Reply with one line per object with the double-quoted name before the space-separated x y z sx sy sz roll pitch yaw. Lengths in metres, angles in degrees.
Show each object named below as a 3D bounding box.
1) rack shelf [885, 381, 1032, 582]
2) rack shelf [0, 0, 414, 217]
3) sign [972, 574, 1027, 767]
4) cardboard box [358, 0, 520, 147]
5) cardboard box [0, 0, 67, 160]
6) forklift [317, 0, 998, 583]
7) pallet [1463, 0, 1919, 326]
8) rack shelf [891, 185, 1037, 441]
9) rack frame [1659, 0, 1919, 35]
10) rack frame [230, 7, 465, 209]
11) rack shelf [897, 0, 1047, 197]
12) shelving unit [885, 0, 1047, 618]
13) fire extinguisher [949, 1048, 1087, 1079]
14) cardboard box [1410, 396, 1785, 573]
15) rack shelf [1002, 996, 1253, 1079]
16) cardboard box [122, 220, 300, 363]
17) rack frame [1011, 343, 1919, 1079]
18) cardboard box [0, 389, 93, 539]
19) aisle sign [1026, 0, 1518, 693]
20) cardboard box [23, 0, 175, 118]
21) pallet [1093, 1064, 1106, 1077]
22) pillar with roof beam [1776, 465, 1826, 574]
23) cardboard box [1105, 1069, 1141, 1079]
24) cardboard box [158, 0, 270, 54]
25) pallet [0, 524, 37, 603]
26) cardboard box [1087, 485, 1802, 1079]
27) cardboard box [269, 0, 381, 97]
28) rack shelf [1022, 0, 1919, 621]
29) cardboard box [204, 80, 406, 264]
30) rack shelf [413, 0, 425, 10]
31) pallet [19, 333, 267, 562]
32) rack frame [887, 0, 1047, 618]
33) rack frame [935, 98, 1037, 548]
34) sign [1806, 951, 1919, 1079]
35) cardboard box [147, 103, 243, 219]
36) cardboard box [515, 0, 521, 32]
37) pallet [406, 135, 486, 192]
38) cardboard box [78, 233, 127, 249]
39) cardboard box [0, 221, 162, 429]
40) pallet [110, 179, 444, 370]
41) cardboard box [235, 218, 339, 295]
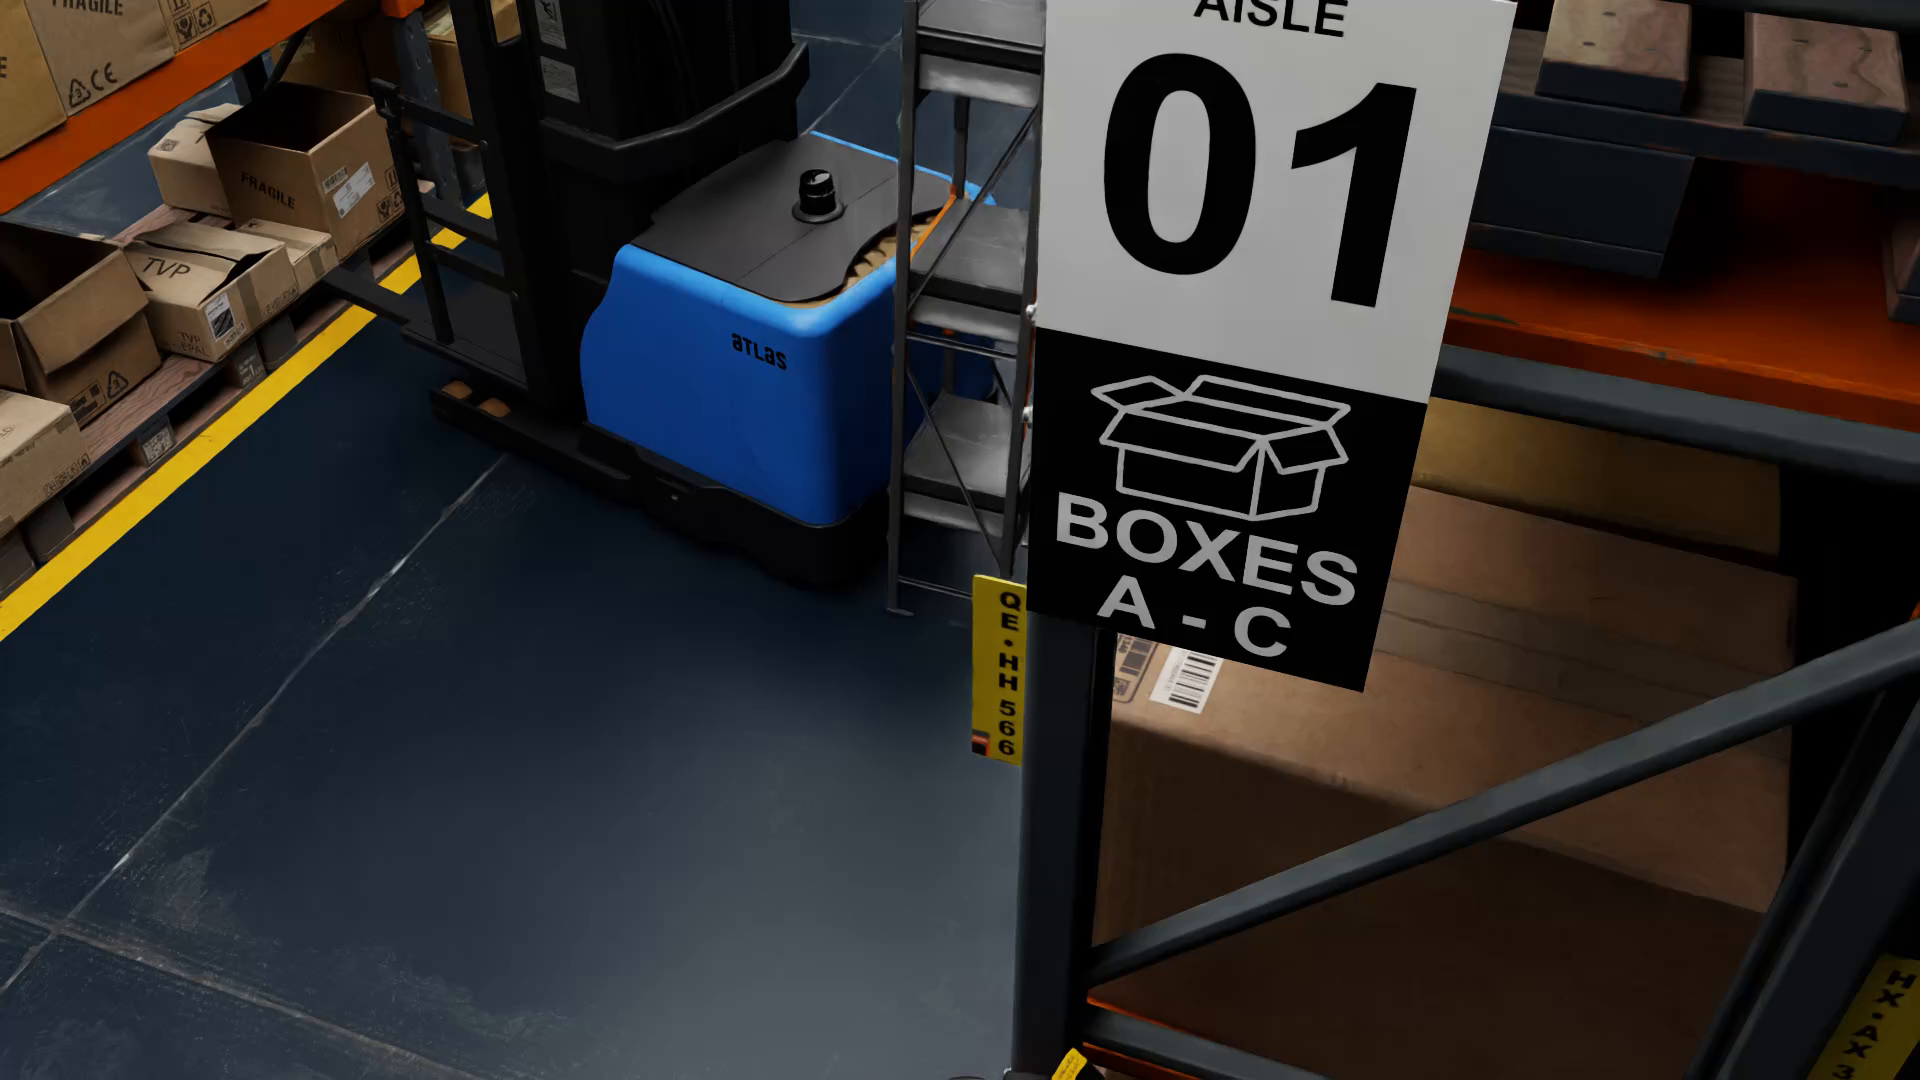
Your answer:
"rack shelf" 0.046 -0.129 5.349 0.431 0.518 0.480 14 40 12
"rack shelf" -3.403 -1.207 5.407 1.077 0.370 4.000 13 42 15
"sign" 0.064 0.177 2.157 0.100 0.325 0.005 13 42 15
"cardboard box" -2.325 -2.157 7.555 0.500 0.500 0.500 11 42 13
"cardboard box" -3.169 -1.436 5.046 0.500 0.500 0.500 14 42 16
"forklift" -1.368 -1.729 5.518 3.031 2.935 1.130 24 46 26
"pallet" 0.813 -0.725 2.046 1.003 0.211 1.213 13 42 15
"rack shelf" 0.080 -0.675 4.913 0.431 0.518 0.480 14 40 12
"rack frame" 0.569 -1.446 0.511 1.000 3.000 0.127 13 42 15
"rack frame" -2.719 -2.700 6.604 1.000 3.000 0.127 13 42 15
"rack shelf" 0.115 -1.222 4.477 0.431 0.518 0.480 14 40 12
"shelving unit" 0.081 -0.686 4.904 0.431 2.100 0.503 14 40 12
"fire extinguisher" 0.084 0.998 2.617 0.296 0.674 0.183 13 42 15
"cardboard box" 0.972 -0.037 3.251 0.980 0.700 0.700 13 42 15
"rack shelf" 1.253 -0.109 4.121 1.077 0.370 4.000 13 42 15
"cardboard box" -2.904 -0.977 6.316 0.500 0.311 0.500 13 42 15
"rack frame" 0.569 0.837 2.458 1.000 3.000 0.127 13 42 15
"cardboard box" -3.293 -0.260 5.524 0.500 0.250 0.500 13 42 15
"aisle sign" 0.263 -0.175 1.641 0.394 0.787 0.004 13 42 15
"cardboard box" -2.998 -1.748 5.410 0.500 0.500 0.500 14 42 16
"pallet" 0.769 1.393 3.955 1.003 0.211 1.213 13 42 15
"pillar with roof beam" -1.535 -4.222 3.765 9.100 9.000 0.400 13 42 15
"cardboard box" 0.714 1.179 3.660 0.700 0.500 0.500 13 42 15
"cardboard box" -2.824 -2.062 5.778 0.500 0.500 0.500 14 43 16
"pallet" -3.790 0.268 5.274 1.003 0.211 1.213 13 42 15
"cardboard box" 0.734 0.409 2.728 0.980 0.700 0.700 15 43 17
"cardboard box" -2.820 -2.281 7.700 0.500 0.500 0.500 13 42 15
"rack shelf" 1.253 -1.251 3.148 1.077 0.370 4.000 13 42 15
"cardboard box" -2.648 -1.506 6.791 0.500 0.500 0.500 13 42 15
"rack shelf" -2.036 -3.646 8.267 1.077 0.370 4.000 13 42 15
"pallet" -3.371 -0.474 6.143 1.003 0.211 1.213 13 42 15
"rack frame" 0.005 -0.545 4.721 0.400 2.100 0.015 14 40 12
"rack frame" 0.158 -0.828 5.088 0.400 2.100 0.015 14 40 12
"sign" 1.089 0.604 2.003 0.100 0.325 0.005 13 42 15
"cardboard box" -3.066 -1.637 7.090 0.500 0.311 0.500 13 42 15
"cardboard box" -2.153 -2.485 7.939 0.500 0.500 0.500 14 42 16
"pallet" -2.477 -2.144 8.100 1.003 0.211 1.213 13 42 15
"cardboard box" -3.353 -1.052 6.516 0.380 0.166 0.250 13 42 15
"cardboard box" -3.357 -0.771 5.927 0.797 0.503 0.637 13 42 15
"pallet" -2.955 -1.221 7.018 1.003 0.211 1.213 13 42 15
"cardboard box" -2.720 -1.130 6.621 0.380 0.149 0.250 13 42 15
